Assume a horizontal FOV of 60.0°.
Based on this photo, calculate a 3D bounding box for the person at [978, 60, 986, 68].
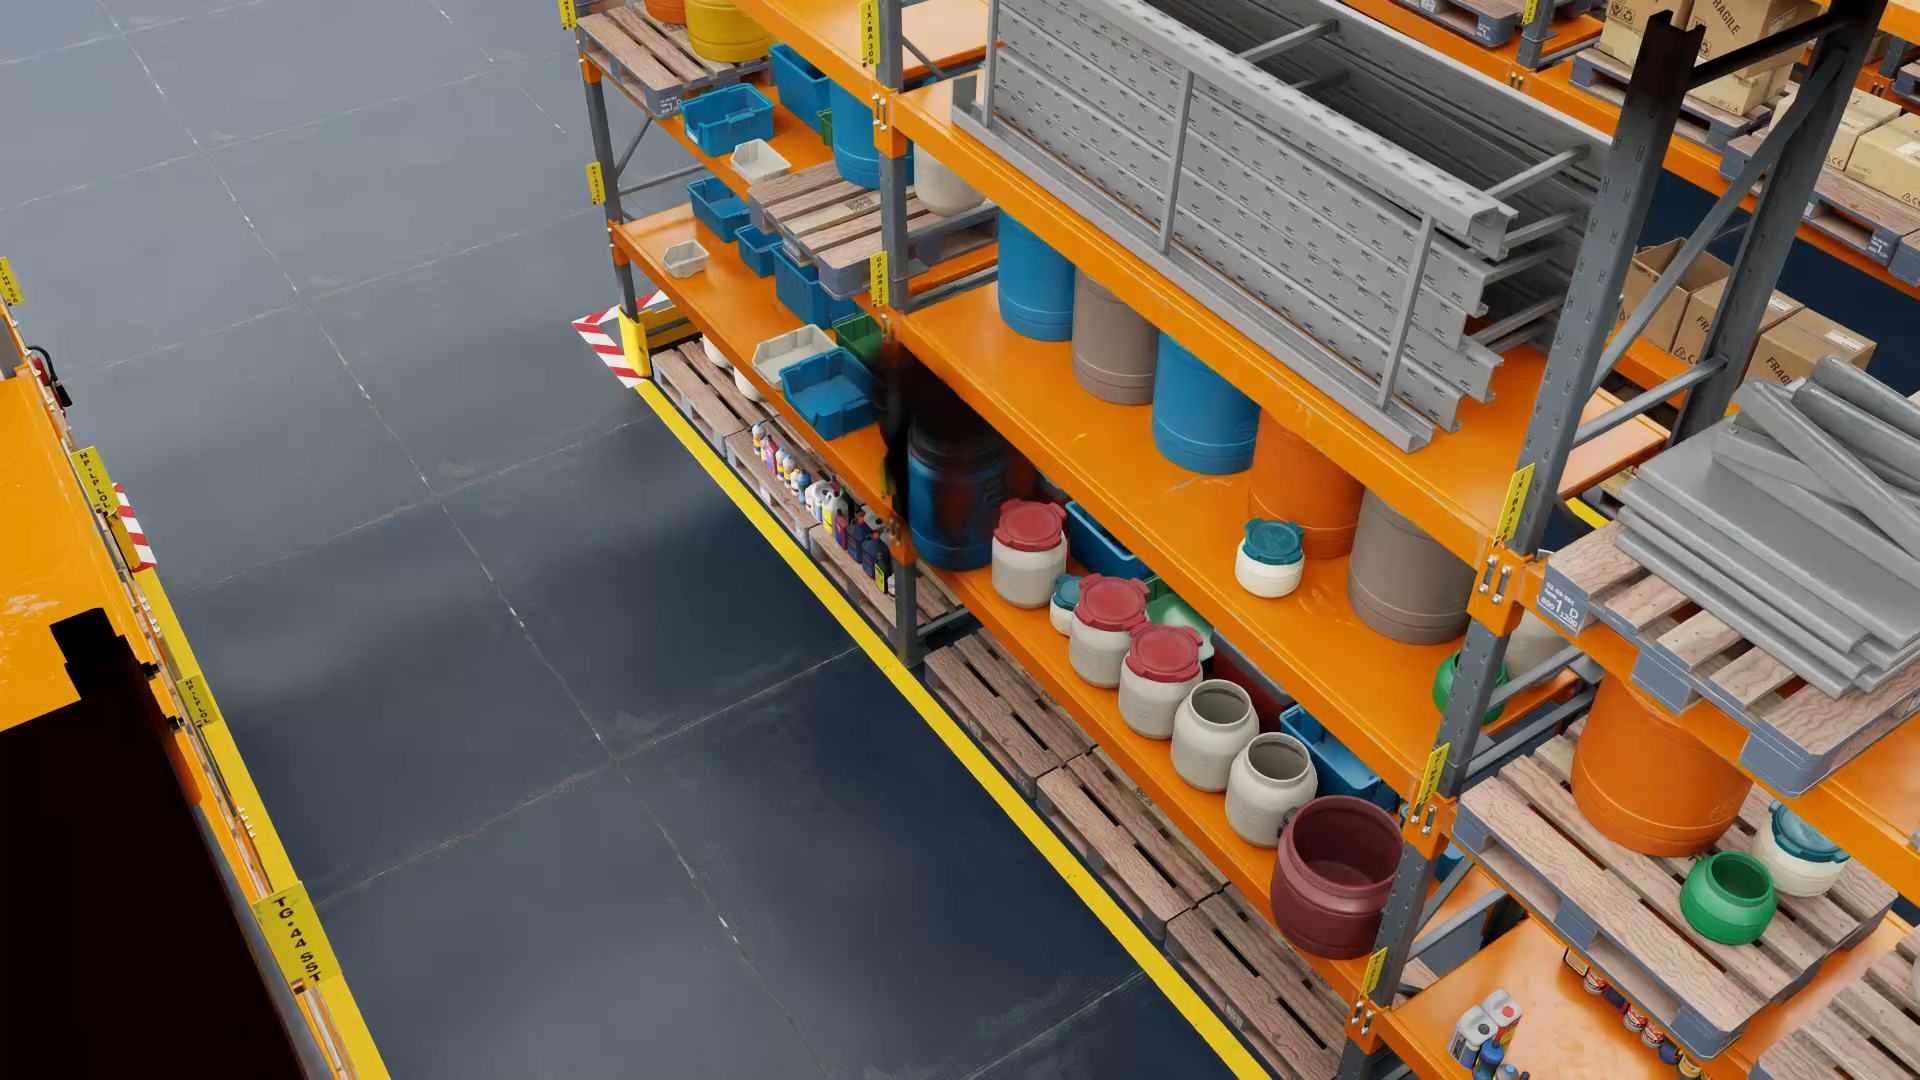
[{"bbox_3d":[0.312,-5.420,16.503,0.370,1.623,0.471,-21,47,-21],"label":"person"}]
